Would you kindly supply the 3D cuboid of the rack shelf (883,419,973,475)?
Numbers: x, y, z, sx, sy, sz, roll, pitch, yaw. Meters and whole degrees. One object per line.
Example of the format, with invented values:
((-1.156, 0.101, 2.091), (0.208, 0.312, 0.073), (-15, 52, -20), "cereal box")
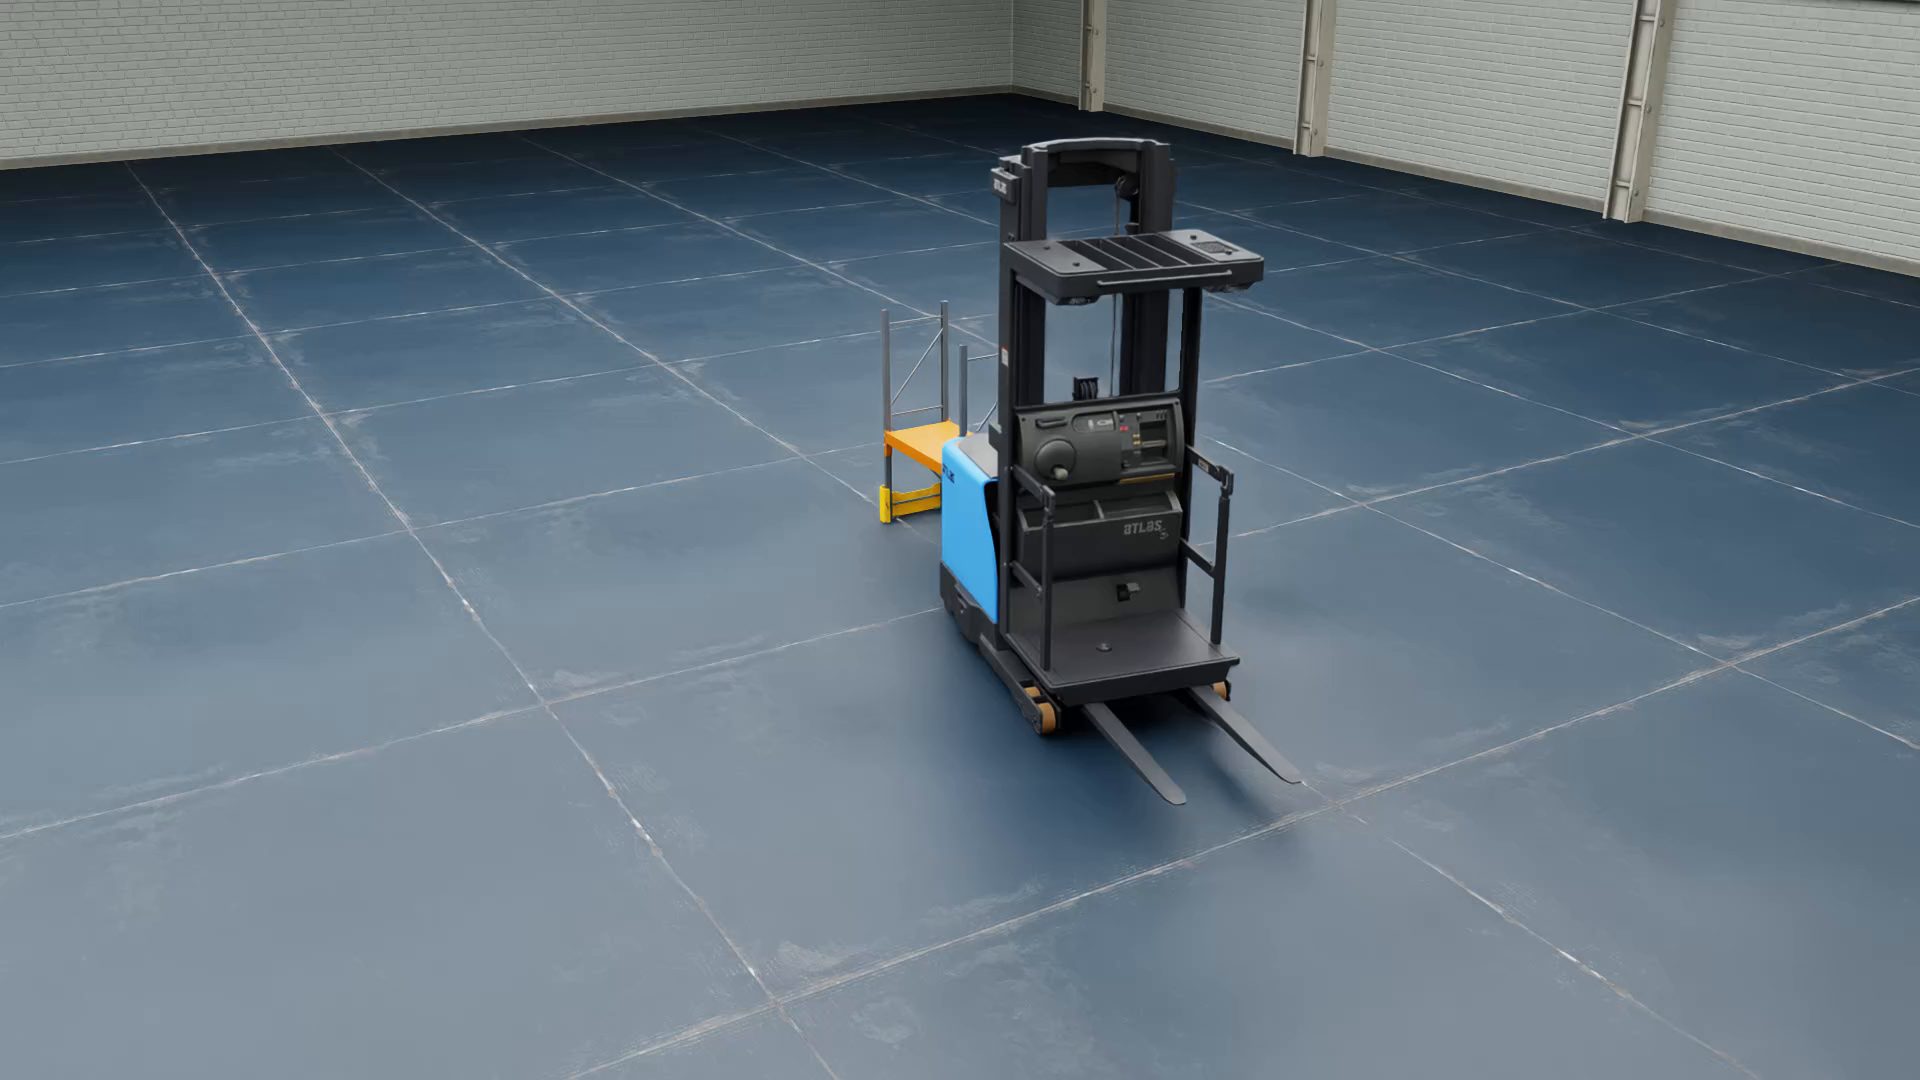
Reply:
((-0.044, -0.556, 11.165), (0.538, 0.185, 1.000), (-13, 25, -28), "rack shelf")

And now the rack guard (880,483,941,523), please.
((-0.293, -0.302, 11.722), (0.587, 0.250, 0.087), (-13, 25, -28), "rack guard")

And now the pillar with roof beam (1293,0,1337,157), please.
((1.815, -9.437, 22.579), (9.100, 9.000, 0.400), (-13, 25, -28), "pillar with roof beam")

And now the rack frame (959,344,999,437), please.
((0.216, -0.558, 10.692), (0.500, 1.500, 0.032), (-13, 25, -28), "rack frame")

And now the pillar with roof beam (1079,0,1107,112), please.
((-1.250, -11.379, 27.357), (9.100, 9.000, 0.400), (-13, 25, -28), "pillar with roof beam")

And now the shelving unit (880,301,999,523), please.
((-0.039, -0.719, 11.090), (0.587, 1.500, 1.083), (-13, 25, -28), "shelving unit")

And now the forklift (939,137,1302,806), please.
((0.827, -0.504, 8.659), (1.130, 2.935, 3.031), (-7, 23, -17), "forklift")

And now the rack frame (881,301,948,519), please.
((-0.303, -0.887, 11.502), (0.500, 1.500, 0.032), (-13, 25, -28), "rack frame")

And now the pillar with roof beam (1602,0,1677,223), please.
((4.880, -7.495, 17.800), (9.100, 9.000, 0.400), (-13, 25, -28), "pillar with roof beam")
